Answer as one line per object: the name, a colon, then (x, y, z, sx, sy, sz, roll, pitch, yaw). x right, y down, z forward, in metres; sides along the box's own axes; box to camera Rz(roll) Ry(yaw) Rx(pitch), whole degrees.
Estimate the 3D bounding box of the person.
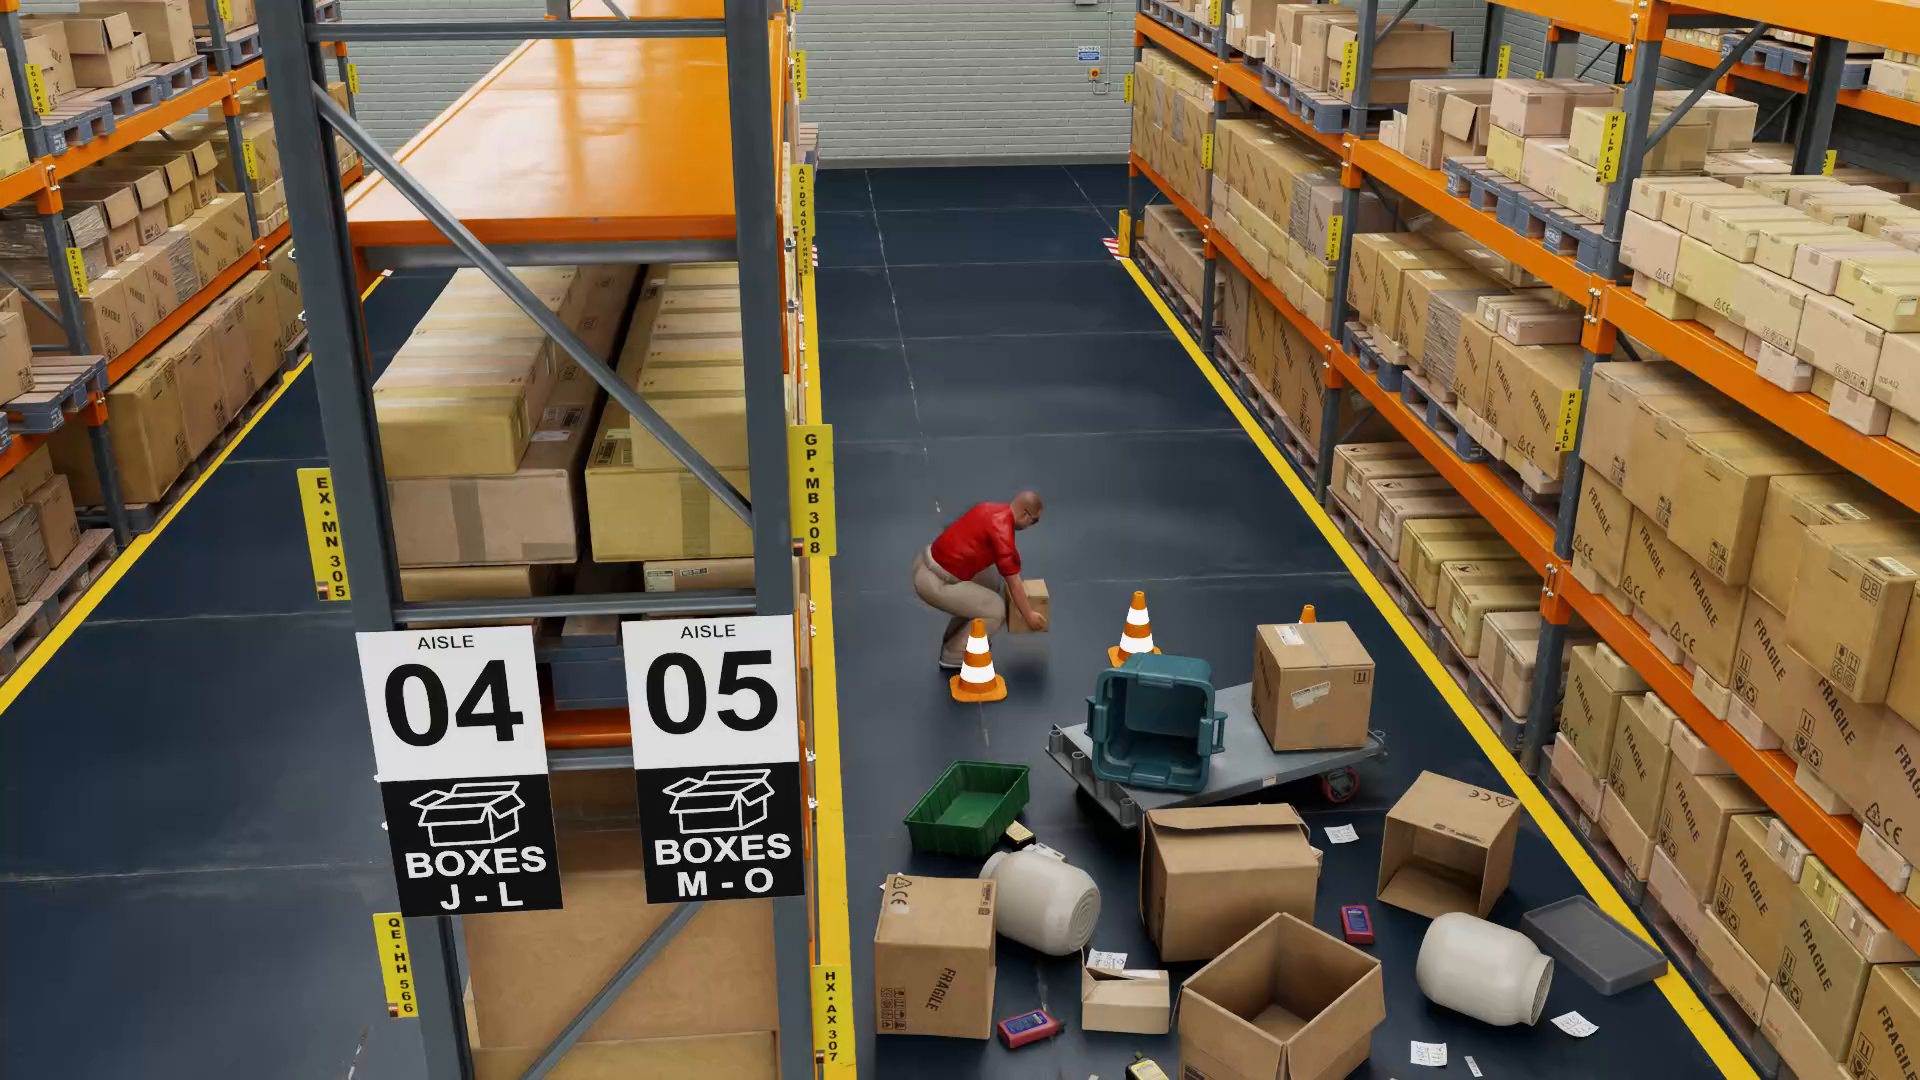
person: (0.109, 0.224, 10.417, 0.828, 1.086, 0.576, -2, 24, -5)
